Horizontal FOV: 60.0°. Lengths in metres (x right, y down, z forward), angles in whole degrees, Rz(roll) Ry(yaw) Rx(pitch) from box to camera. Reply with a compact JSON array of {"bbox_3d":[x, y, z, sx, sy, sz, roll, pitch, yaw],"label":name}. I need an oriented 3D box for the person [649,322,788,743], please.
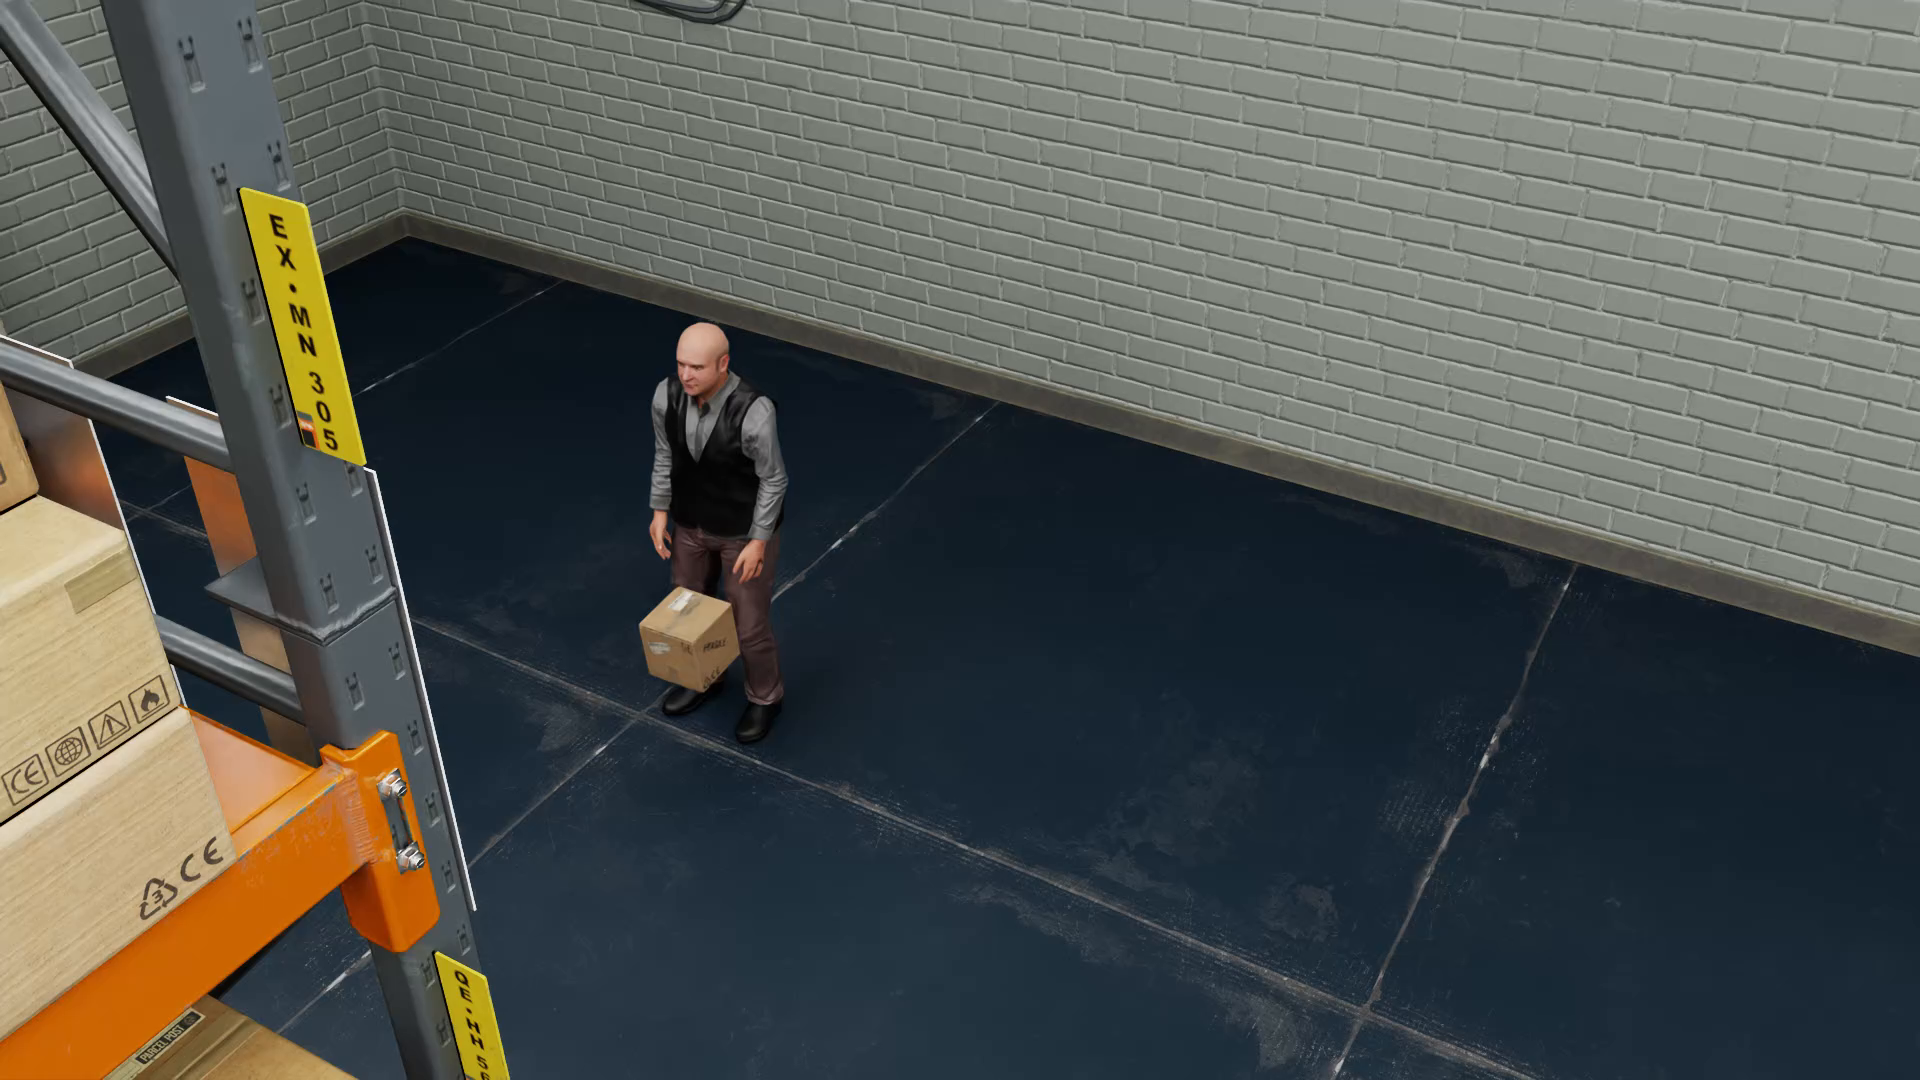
[{"bbox_3d":[-0.881,-0.047,6.231,0.560,1.725,0.420,17,37,23],"label":"person"}]
